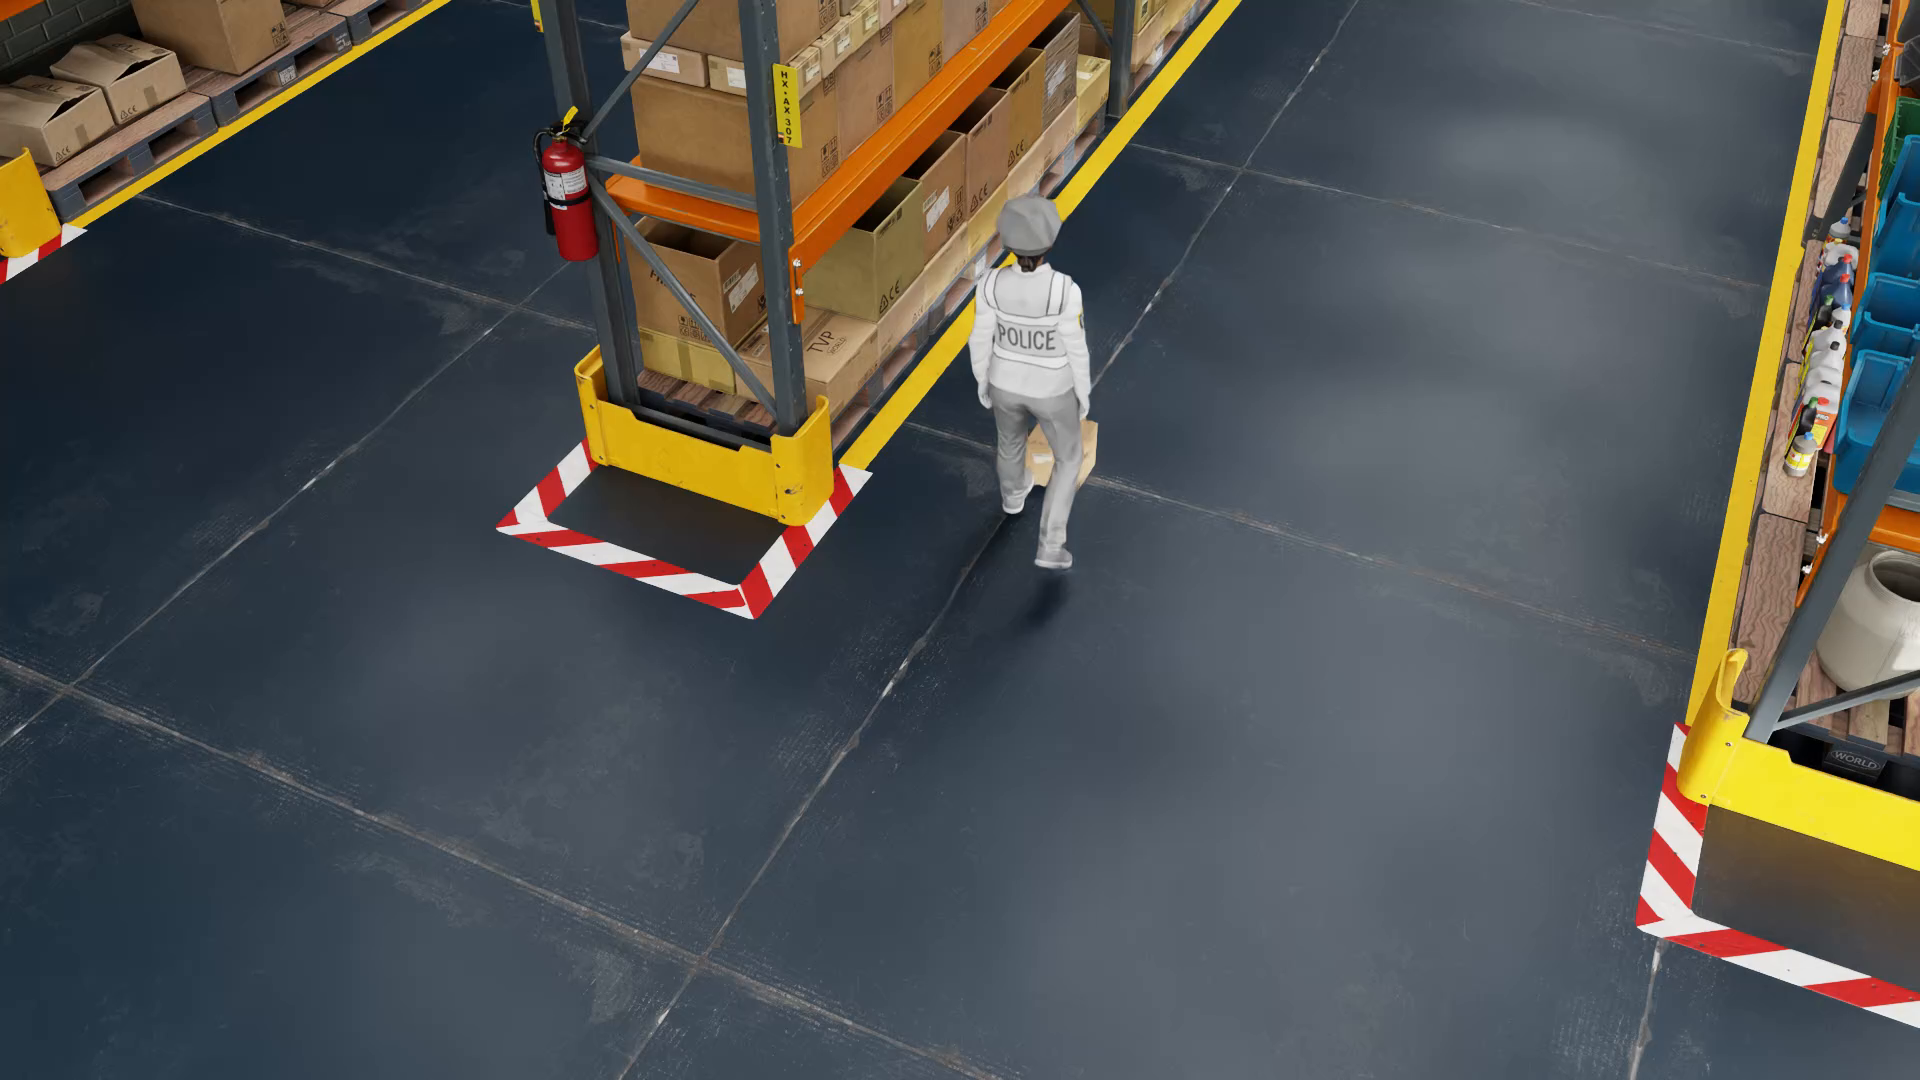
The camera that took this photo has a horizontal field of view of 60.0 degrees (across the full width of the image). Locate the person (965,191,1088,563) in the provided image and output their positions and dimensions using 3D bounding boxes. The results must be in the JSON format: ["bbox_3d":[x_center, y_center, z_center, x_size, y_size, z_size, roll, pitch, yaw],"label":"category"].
[{"bbox_3d":[0.284,-0.658,6.836,0.529,1.673,0.741,13,44,14],"label":"person"}]
